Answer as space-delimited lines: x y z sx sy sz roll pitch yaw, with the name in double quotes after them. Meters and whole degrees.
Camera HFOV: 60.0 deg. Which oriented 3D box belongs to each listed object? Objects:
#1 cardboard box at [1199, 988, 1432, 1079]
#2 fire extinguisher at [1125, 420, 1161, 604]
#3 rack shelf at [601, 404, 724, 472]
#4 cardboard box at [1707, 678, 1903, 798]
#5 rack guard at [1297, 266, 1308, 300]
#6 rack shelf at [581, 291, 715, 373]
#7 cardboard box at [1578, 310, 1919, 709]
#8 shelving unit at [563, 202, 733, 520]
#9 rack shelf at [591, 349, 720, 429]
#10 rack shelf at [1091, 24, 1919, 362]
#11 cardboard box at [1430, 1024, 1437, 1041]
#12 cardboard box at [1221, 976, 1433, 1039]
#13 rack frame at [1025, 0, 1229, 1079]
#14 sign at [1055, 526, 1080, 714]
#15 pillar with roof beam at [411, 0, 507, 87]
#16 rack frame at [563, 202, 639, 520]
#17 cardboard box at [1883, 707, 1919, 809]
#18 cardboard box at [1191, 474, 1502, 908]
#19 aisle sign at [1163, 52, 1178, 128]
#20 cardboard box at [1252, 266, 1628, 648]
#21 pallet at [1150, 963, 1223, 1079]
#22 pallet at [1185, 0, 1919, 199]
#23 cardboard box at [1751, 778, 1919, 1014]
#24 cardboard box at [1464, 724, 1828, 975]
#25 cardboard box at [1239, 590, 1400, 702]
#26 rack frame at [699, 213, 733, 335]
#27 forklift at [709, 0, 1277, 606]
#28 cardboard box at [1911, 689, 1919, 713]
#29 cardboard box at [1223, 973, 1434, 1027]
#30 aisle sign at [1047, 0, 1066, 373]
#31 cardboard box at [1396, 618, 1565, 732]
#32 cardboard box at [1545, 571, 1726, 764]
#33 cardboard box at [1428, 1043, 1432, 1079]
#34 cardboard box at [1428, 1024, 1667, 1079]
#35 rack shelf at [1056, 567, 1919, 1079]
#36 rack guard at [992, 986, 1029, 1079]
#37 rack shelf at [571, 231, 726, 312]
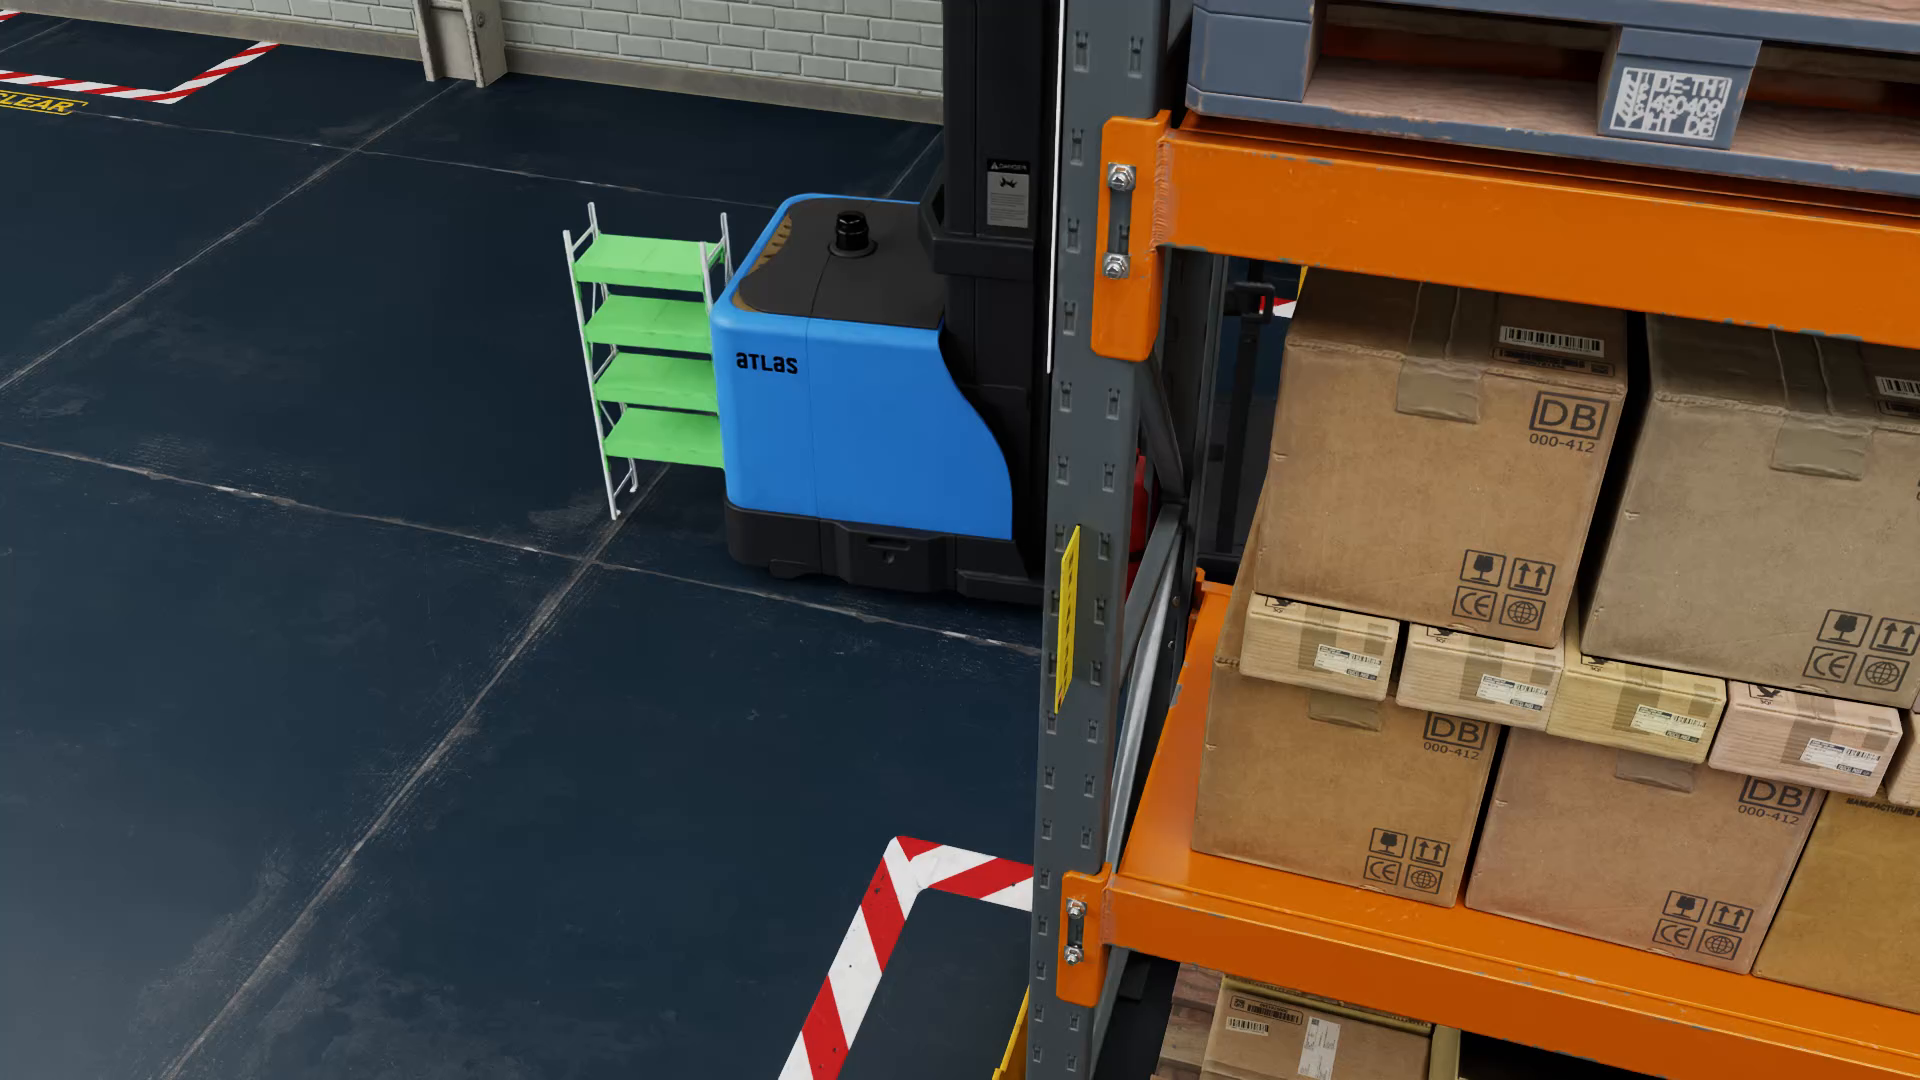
0.793 1.361 3.836 0.500 0.250 0.500 10 38 14 "cardboard box"
0.373 -0.050 3.853 0.183 0.674 0.296 10 38 14 "fire extinguisher"
-1.064 -0.359 6.230 0.480 0.148 0.258 6 37 10 "rack shelf"
1.389 0.228 2.778 0.250 0.149 0.380 10 38 13 "cardboard box"
1.894 -1.581 7.976 0.348 0.500 1.175 10 38 14 "rack guard"
-1.072 -0.746 5.947 0.480 0.148 0.258 6 37 10 "rack shelf"
1.344 -0.172 2.774 0.500 0.500 0.700 10 37 13 "cardboard box"
-1.069 -0.604 6.051 0.503 1.200 0.258 6 37 10 "shelving unit"
-1.068 -0.552 6.089 0.480 0.148 0.258 6 37 10 "rack shelf"
2.257 -0.363 2.289 4.000 0.370 1.077 10 38 14 "rack shelf"
1.428 1.150 4.123 0.500 0.250 0.500 10 38 14 "cardboard box"
0.948 1.068 4.234 0.500 0.250 0.500 10 38 14 "cardboard box"
0.348 0.202 3.445 0.127 3.000 1.000 10 38 14 "rack frame"
0.176 0.135 2.739 0.005 0.325 0.100 10 38 14 "sign"
-4.263 -4.008 4.104 0.400 9.000 9.100 10 38 14 "pillar with roof beam"
-1.307 -0.631 6.095 0.015 1.200 0.240 6 37 10 "rack frame"
1.644 0.273 2.716 0.250 0.149 0.380 9 37 12 "cardboard box"
0.789 0.252 3.293 0.500 0.500 0.700 11 38 14 "cardboard box"
0.372 -1.023 2.916 0.004 0.787 0.394 10 38 14 "aisle sign"
0.840 -0.261 2.896 0.500 0.500 0.700 11 38 14 "cardboard box"
1.090 1.437 4.120 1.213 0.211 1.003 10 38 14 "pallet"
1.015 -0.831 2.392 1.213 0.211 1.003 10 38 14 "pallet"
1.764 0.433 3.047 0.500 0.500 0.700 11 38 14 "cardboard box"
1.292 0.342 3.171 0.500 0.500 0.700 11 38 15 "cardboard box"
0.658 0.092 2.963 0.250 0.149 0.380 10 38 14 "cardboard box"
-0.830 -0.577 6.007 0.015 1.200 0.240 6 37 10 "rack frame"
0.722 -1.173 5.371 3.031 2.935 1.130 7 37 9 "forklift"
1.825 -0.083 2.653 0.500 0.500 0.700 11 38 14 "cardboard box"
0.948 0.765 4.013 0.500 0.500 0.500 10 38 14 "cardboard box"
0.194 -0.683 2.454 0.004 0.787 0.394 10 38 14 "aisle sign"
0.911 0.137 2.902 0.250 0.149 0.380 10 37 13 "cardboard box"
1.148 0.182 2.841 0.250 0.149 0.380 11 38 14 "cardboard box"
1.272 1.447 3.718 0.500 0.250 0.500 10 38 14 "cardboard box"
1.271 1.146 3.495 0.500 0.500 0.500 10 38 14 "cardboard box"
2.257 0.845 3.178 4.000 0.370 1.077 10 38 14 "rack shelf"
0.325 1.205 4.191 0.348 0.500 1.175 10 38 14 "rack guard"
-1.076 -0.940 5.806 0.480 0.148 0.258 6 37 10 "rack shelf"
